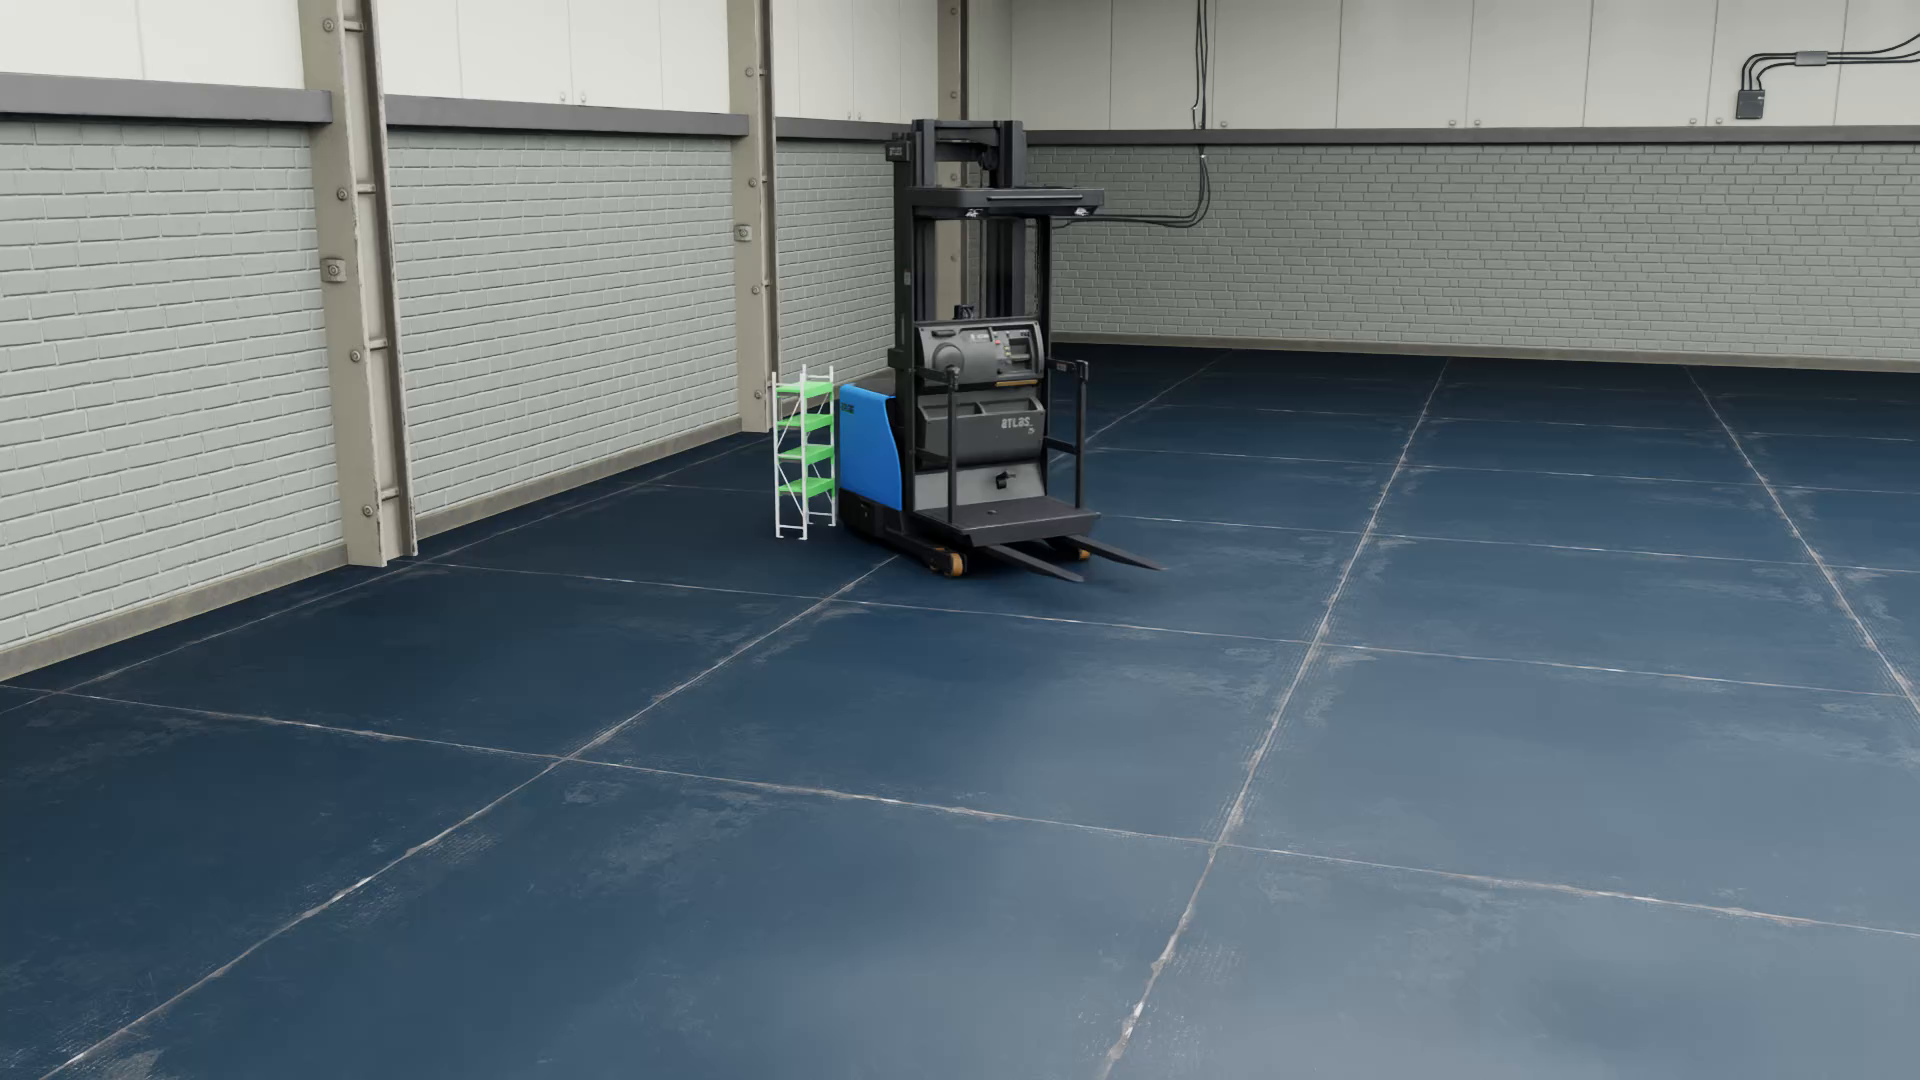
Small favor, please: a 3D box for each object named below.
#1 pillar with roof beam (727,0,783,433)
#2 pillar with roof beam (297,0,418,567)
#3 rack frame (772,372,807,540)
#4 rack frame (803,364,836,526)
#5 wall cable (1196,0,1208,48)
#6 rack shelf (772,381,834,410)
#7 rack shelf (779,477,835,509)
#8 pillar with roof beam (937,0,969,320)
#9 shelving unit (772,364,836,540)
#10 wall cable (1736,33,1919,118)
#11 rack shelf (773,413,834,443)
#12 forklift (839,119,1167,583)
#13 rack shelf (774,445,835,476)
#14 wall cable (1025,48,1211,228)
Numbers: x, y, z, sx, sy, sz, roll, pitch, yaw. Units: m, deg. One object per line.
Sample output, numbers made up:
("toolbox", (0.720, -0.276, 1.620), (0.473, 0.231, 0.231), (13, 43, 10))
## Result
("pillar with roof beam", (2.045, -5.211, 14.594), (9.100, 9.000, 0.400), (4, 14, 18))
("pillar with roof beam", (0.103, -3.947, 9.059), (9.100, 9.000, 0.400), (4, 14, 18))
("rack frame", (-1.220, -0.599, 11.915), (0.240, 1.200, 0.015), (5, 14, 20))
("rack frame", (-1.046, -0.700, 12.360), (0.240, 1.200, 0.015), (5, 14, 20))
("wall cable", (4.677, -8.062, 22.717), (3.097, 2.526, 0.112), (4, 14, 18))
("rack shelf", (-1.133, -1.055, 12.045), (0.258, 0.148, 0.480), (5, 14, 20))
("rack shelf", (-1.133, -0.353, 12.205), (0.258, 0.148, 0.480), (5, 14, 20))
("pillar with roof beam", (3.986, -6.474, 20.129), (9.100, 9.000, 0.400), (4, 14, 18))
("shelving unit", (-1.133, -0.650, 12.138), (0.258, 1.200, 0.503), (5, 14, 20))
("wall cable", (11.095, -8.280, 20.400), (2.305, 6.003, 0.169), (4, 14, 18))
("rack shelf", (-1.133, -0.821, 12.098), (0.258, 0.148, 0.480), (5, 14, 20))
("forklift", (0.253, -1.295, 11.073), (1.130, 2.935, 3.031), (-7, 15, -28))
("rack shelf", (-1.133, -0.587, 12.152), (0.258, 0.148, 0.480), (5, 14, 20))
("wall cable", (2.117, -5.795, 24.133), (3.097, 2.526, 0.112), (4, 14, 18))
